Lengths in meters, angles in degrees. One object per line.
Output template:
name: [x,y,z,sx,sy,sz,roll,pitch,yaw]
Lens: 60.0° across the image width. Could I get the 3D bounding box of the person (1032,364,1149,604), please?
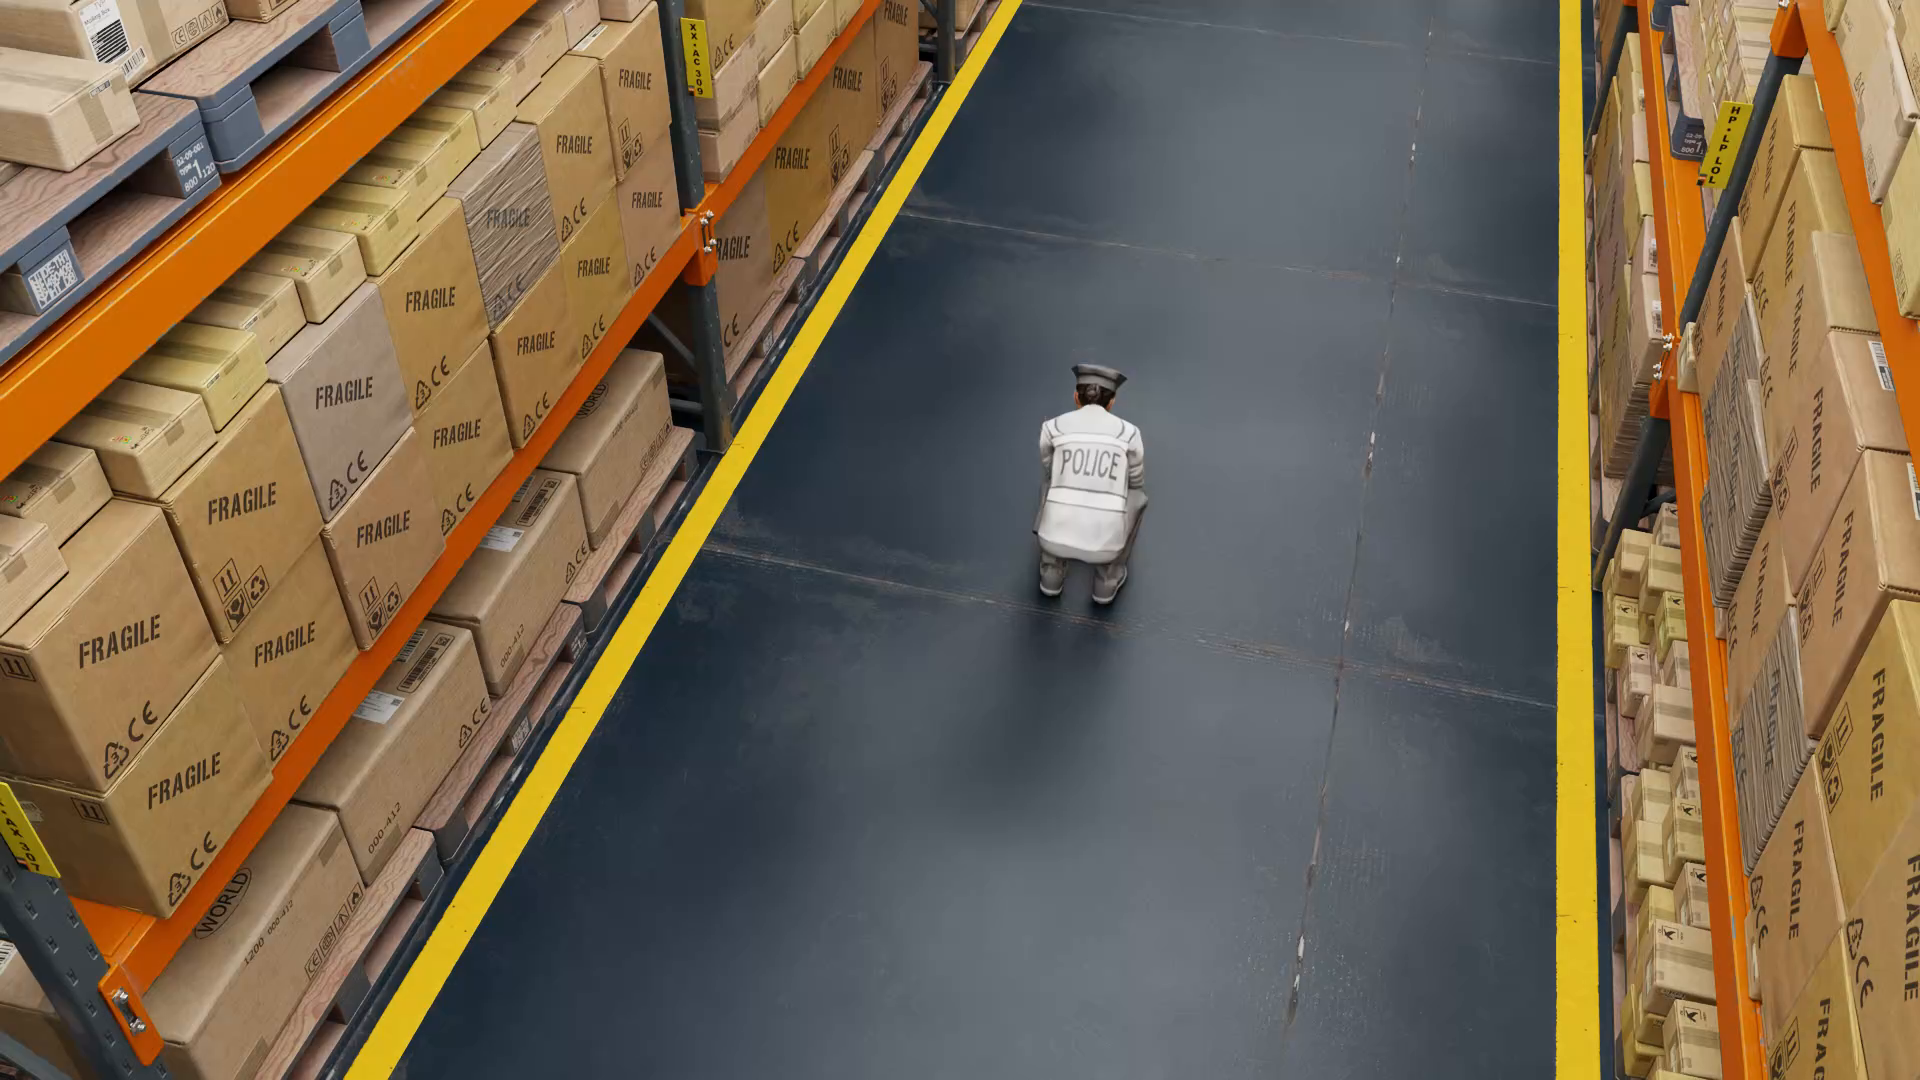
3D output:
person: [0.555,-0.235,7.056,0.481,0.852,0.858,10,42,11]
